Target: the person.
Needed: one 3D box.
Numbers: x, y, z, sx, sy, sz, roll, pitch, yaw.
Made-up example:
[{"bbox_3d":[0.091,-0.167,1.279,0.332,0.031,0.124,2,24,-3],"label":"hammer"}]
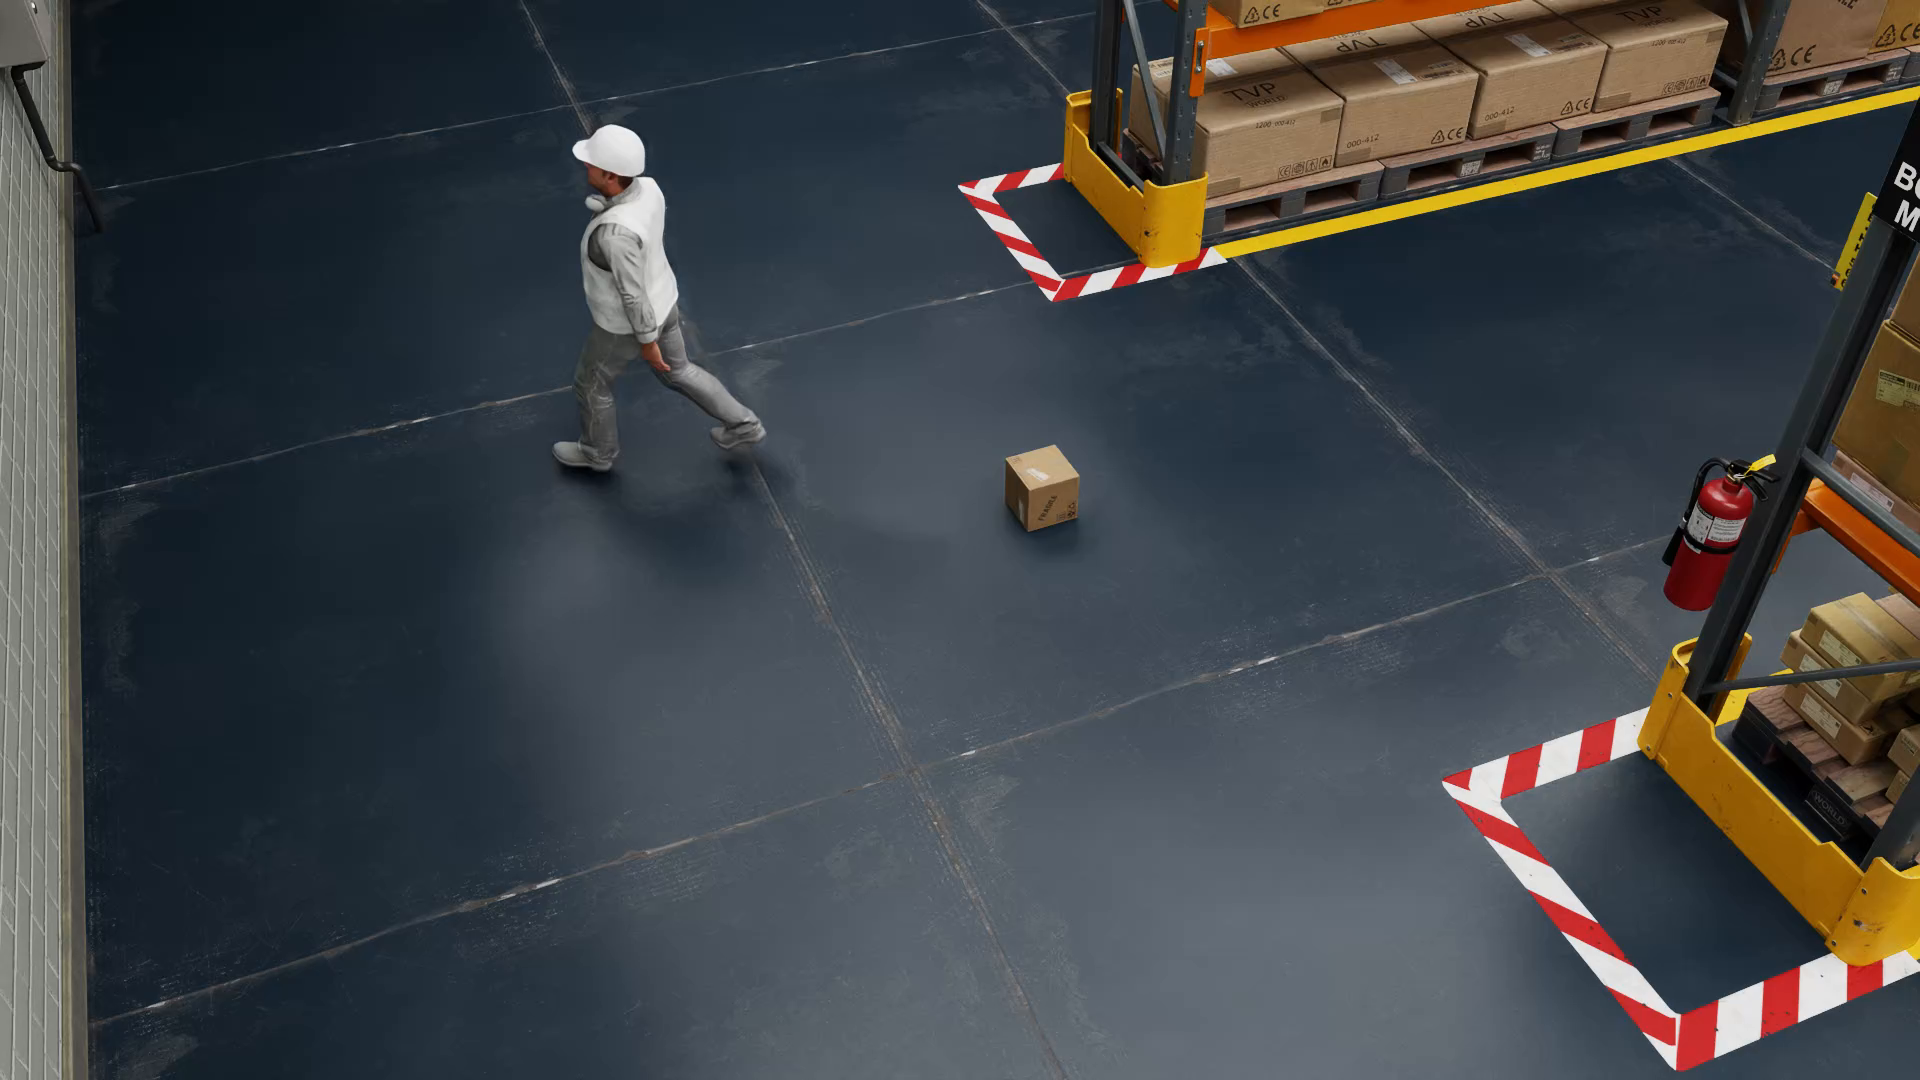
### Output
[{"bbox_3d":[-1.417,-1.028,7.302,1.001,1.730,0.554,8,42,9],"label":"person"}]
